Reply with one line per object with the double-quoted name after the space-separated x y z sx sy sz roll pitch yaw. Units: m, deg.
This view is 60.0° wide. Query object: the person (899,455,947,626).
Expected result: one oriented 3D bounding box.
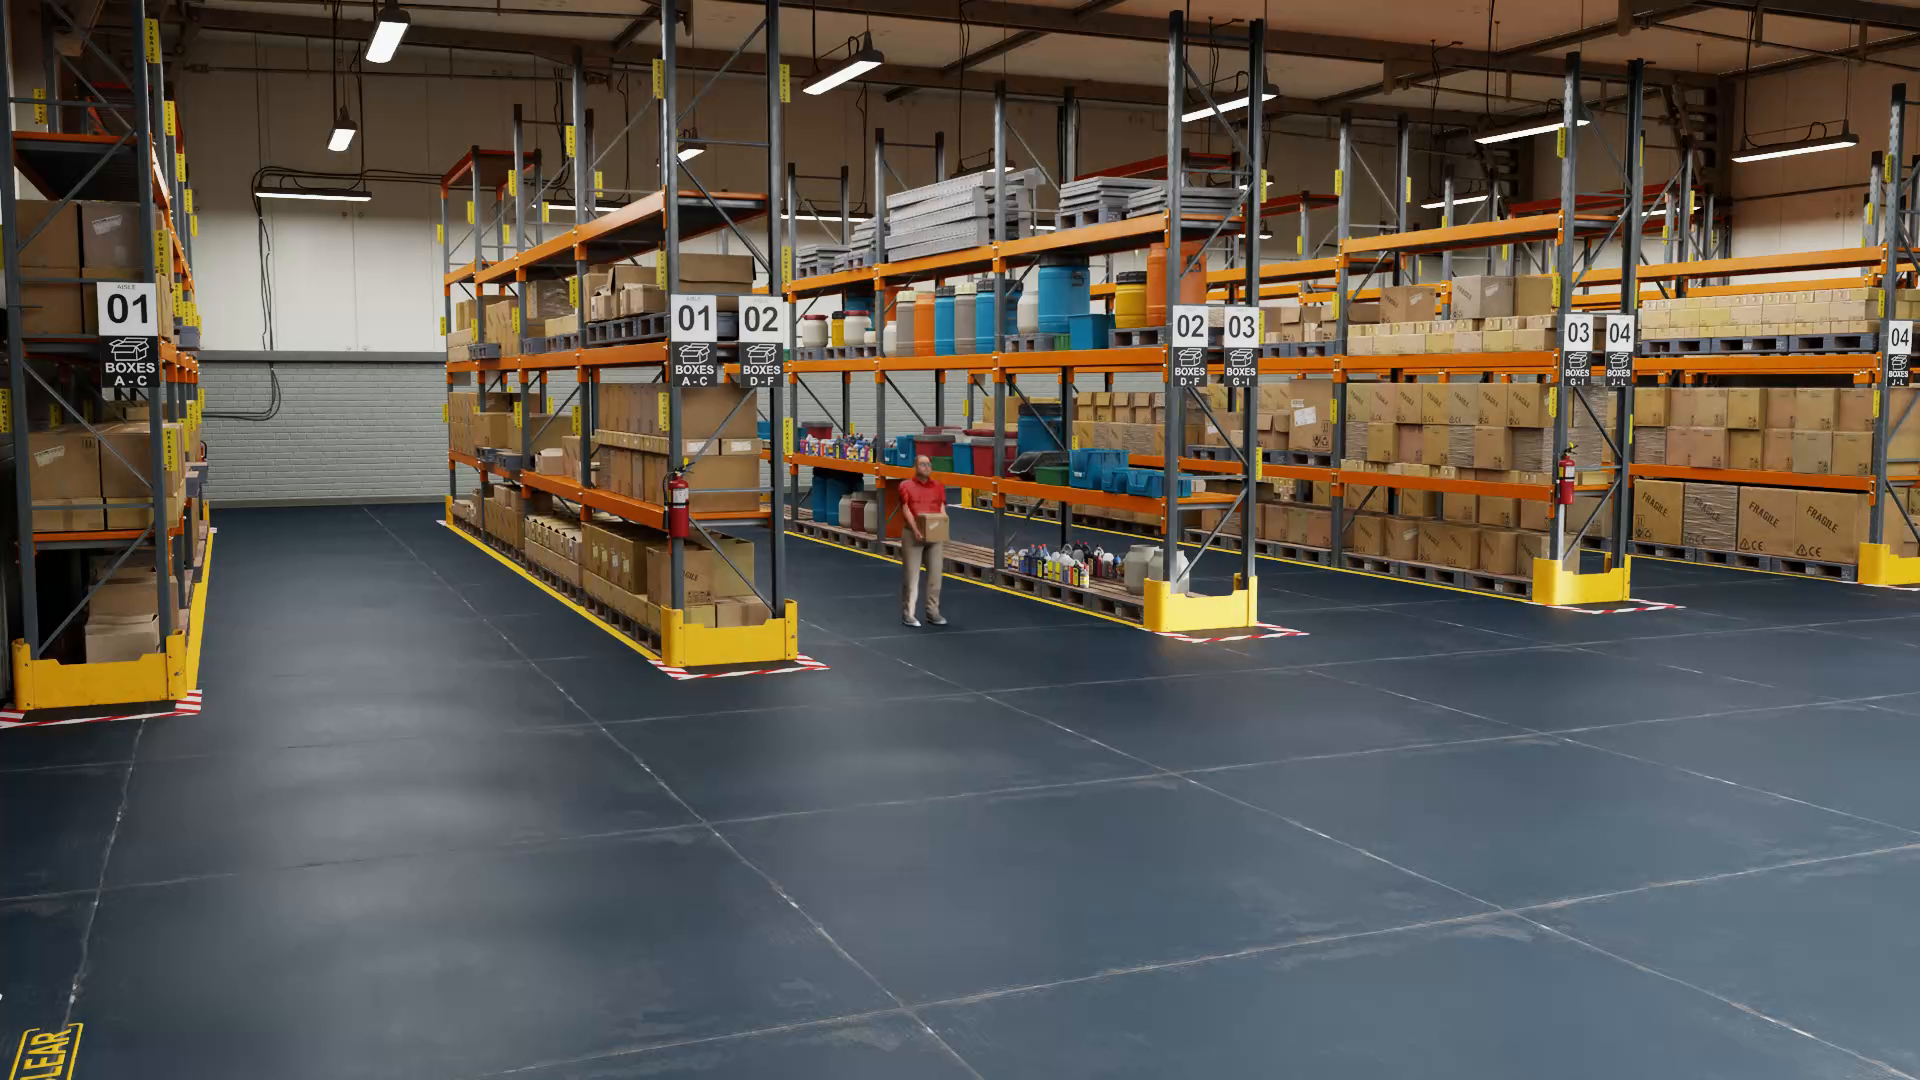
-0.336 0.003 16.828 0.499 1.720 0.529 -2 6 -21 "person"
